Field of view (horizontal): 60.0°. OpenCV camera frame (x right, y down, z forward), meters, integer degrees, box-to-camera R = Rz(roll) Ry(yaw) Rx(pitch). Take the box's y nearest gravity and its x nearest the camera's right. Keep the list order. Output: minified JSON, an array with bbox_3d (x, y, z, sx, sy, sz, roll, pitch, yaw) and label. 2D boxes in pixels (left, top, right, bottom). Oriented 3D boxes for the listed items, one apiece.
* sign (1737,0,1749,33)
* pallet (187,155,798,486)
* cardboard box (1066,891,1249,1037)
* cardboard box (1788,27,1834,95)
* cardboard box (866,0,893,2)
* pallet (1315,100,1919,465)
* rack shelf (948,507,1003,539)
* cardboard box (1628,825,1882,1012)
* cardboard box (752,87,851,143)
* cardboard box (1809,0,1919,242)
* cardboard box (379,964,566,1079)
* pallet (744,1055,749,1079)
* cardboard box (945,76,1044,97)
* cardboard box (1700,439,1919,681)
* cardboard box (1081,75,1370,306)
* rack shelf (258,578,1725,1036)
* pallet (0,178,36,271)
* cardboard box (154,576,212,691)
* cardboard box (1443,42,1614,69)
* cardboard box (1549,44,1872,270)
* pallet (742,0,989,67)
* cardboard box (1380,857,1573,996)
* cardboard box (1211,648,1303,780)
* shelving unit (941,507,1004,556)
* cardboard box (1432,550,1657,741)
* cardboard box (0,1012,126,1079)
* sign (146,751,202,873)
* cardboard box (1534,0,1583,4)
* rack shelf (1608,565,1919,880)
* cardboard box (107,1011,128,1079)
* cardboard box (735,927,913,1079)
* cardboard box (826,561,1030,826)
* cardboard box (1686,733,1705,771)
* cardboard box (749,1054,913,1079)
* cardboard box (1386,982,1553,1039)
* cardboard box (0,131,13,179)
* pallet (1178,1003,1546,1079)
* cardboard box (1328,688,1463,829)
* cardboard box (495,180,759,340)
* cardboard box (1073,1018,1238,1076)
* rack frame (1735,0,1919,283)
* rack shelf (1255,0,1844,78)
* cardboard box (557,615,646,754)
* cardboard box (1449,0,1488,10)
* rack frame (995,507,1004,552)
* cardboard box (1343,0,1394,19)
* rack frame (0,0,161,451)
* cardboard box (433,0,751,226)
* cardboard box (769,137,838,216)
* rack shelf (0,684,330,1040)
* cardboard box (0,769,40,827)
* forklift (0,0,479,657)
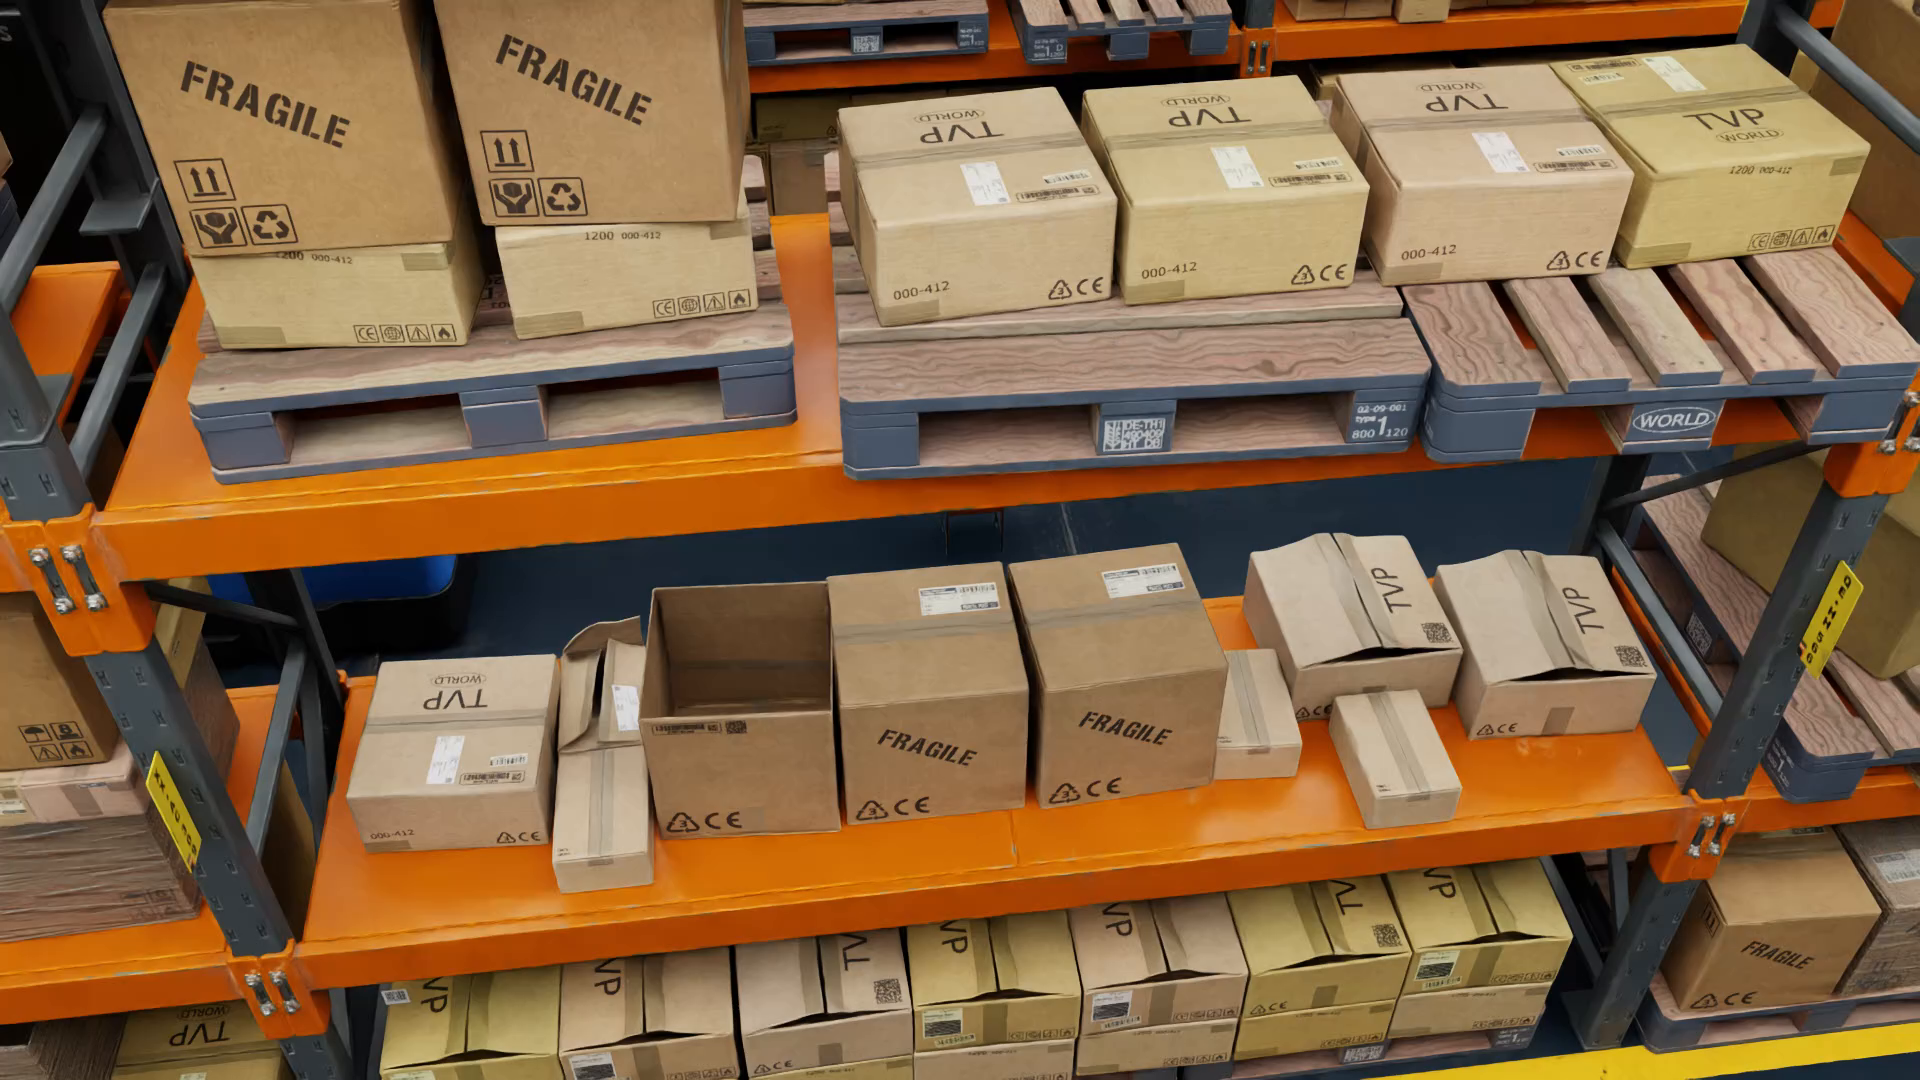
[{"bbox_3d":[2.018,-1.403,4.156,0.005,0.325,0.100,-5,42,-6],"label":"sign"},{"bbox_3d":[-1.007,-0.518,3.703,1.217,0.209,0.805,-7,42,-7],"label":"pallet"},{"bbox_3d":[0.584,1.220,5.193,0.500,0.311,0.500,-5,42,-6],"label":"cardboard box"},{"bbox_3d":[4.779,-2.589,9.387,0.750,0.750,0.750,-5,42,-5],"label":"cardboard box"},{"bbox_3d":[-0.256,-3.056,8.211,0.500,0.500,0.700,-5,42,-6],"label":"cardboard box"},{"bbox_3d":[1.425,-0.662,3.861,1.003,0.211,1.213,-3,42,-4],"label":"pallet"},{"bbox_3d":[0.053,-0.180,7.312,0.240,0.259,0.215,-5,42,-6],"label":"rack shelf"},{"bbox_3d":[2.575,1.178,5.457,0.500,0.500,0.500,-3,42,-4],"label":"cardboard box"},{"bbox_3d":[-0.846,-2.356,8.815,0.500,0.250,0.500,-6,42,-7],"label":"cardboard box"},{"bbox_3d":[2.515,-0.948,3.963,0.500,0.500,0.910,-5,42,-6],"label":"cardboard box"},{"bbox_3d":[-1.437,1.397,4.998,0.500,0.311,0.500,-5,42,-5],"label":"cardboard box"},{"bbox_3d":[-1.154,1.556,5.582,1.213,0.211,1.003,-5,42,-6],"label":"pallet"},{"bbox_3d":[0.160,-2.435,8.903,0.500,0.250,0.500,-4,42,-5],"label":"cardboard box"},{"bbox_3d":[2.697,-0.059,4.903,0.500,0.500,0.700,-19,45,-20],"label":"cardboard box"},{"bbox_3d":[0.558,-0.774,3.643,0.500,0.250,0.500,-6,42,-6],"label":"cardboard box"},{"bbox_3d":[0.104,0.704,4.982,4.000,0.370,1.077,-5,42,-6],"label":"rack shelf"},{"bbox_3d":[-2.722,-0.379,3.473,1.213,0.211,1.003,-5,42,-6],"label":"pallet"},{"bbox_3d":[-2.171,0.227,4.415,0.250,0.149,0.380,-5,42,-6],"label":"cardboard box"},{"bbox_3d":[3.056,-2.433,9.214,0.750,0.750,0.750,-5,42,-6],"label":"cardboard box"},{"bbox_3d":[1.644,-0.874,3.754,0.500,0.250,0.500,-8,43,-9],"label":"cardboard box"},{"bbox_3d":[-0.517,-2.756,8.424,1.213,0.211,1.003,-5,42,-6],"label":"pallet"},{"bbox_3d":[1.599,1.129,5.295,0.500,0.311,0.500,-4,42,-4],"label":"cardboard box"},{"bbox_3d":[0.830,0.505,4.854,0.250,0.149,0.380,-2,42,-2],"label":"cardboard box"},{"bbox_3d":[0.053,-0.394,7.119,0.252,1.050,0.215,-5,42,-6],"label":"shelving unit"},{"bbox_3d":[1.720,0.299,4.961,0.500,0.311,0.500,-3,42,-3],"label":"cardboard box"},{"bbox_3d":[-2.808,1.418,4.833,0.500,0.500,0.500,-5,42,-6],"label":"cardboard box"},{"bbox_3d":[-1.806,0.628,3.824,0.005,0.325,0.100,-5,42,-6],"label":"sign"},{"bbox_3d":[3.070,-2.946,8.664,0.250,0.149,0.380,-4,42,-5],"label":"cardboard box"},{"bbox_3d":[4.070,0.357,5.367,4.000,0.370,1.077,-5,42,-6],"label":"rack shelf"},{"bbox_3d":[-2.808,1.698,5.083,0.500,0.250,0.500,-5,42,-6],"label":"cardboard box"},{"bbox_3d":[-0.427,1.311,5.093,0.500,0.311,0.500,-6,42,-7],"label":"cardboard box"},{"bbox_3d":[-0.097,0.428,4.676,0.500,0.500,0.500,-5,42,-5],"label":"cardboard box"},{"bbox_3d":[2.984,0.791,5.887,0.500,0.500,0.500,-3,42,-4],"label":"cardboard box"},{"bbox_3d":[-0.427,1.515,5.286,0.500,0.250,0.500,-6,42,-7],"label":"cardboard box"},{"bbox_3d":[1.597,1.336,5.484,0.500,0.250,0.500,-4,42,-5],"label":"cardboard box"},{"bbox_3d":[-2.413,-0.880,3.469,0.500,0.500,0.500,-2,42,-2],"label":"cardboard box"},{"bbox_3d":[1.265,1.344,5.817,1.213,0.211,1.003,-5,42,-6],"label":"pallet"},{"bbox_3d":[1.231,0.618,4.728,0.250,0.149,0.380,-5,42,-6],"label":"cardboard box"},{"bbox_3d":[-0.723,-0.700,3.561,0.500,0.250,0.500,-9,43,-10],"label":"cardboard box"},{"bbox_3d":[0.587,1.425,5.385,0.500,0.250,0.500,-4,42,-5],"label":"cardboard box"},{"bbox_3d":[2.087,-1.965,2.925,0.127,3.000,1.000,-5,42,-6],"label":"rack frame"},{"bbox_3d":[3.424,-2.933,9.014,4.000,0.370,1.077,-5,42,-6],"label":"rack shelf"},{"bbox_3d":[-1.031,0.462,4.814,0.258,0.266,0.396,-6,42,-7],"label":"cardboard box"},{"bbox_3d":[2.556,-2.902,8.616,0.250,0.149,0.380,-5,42,-6],"label":"cardboard box"},{"bbox_3d":[0.174,-0.405,7.130,0.008,1.050,0.200,-5,42,-6],"label":"rack frame"},{"bbox_3d":[2.048,-2.831,8.537,0.250,0.149,0.380,-4,42,-5],"label":"cardboard box"},{"bbox_3d":[-1.879,-1.617,2.539,0.127,3.000,1.000,-5,42,-6],"label":"rack frame"},{"bbox_3d":[-0.701,-0.974,3.305,0.500,0.500,0.500,-1,42,-1],"label":"cardboard box"},{"bbox_3d":[-0.781,-2.085,9.075,0.500,0.500,0.700,-5,42,-5],"label":"cardboard box"},{"bbox_3d":[-3.863,1.051,4.597,4.000,0.370,1.077,-5,42,-6],"label":"rack shelf"},{"bbox_3d":[-2.367,0.519,4.092,0.250,0.149,0.380,-6,42,-6],"label":"cardboard box"},{"bbox_3d":[-3.619,-0.899,6.273,3.031,2.935,1.130,-3,42,-3],"label":"forklift"}]
